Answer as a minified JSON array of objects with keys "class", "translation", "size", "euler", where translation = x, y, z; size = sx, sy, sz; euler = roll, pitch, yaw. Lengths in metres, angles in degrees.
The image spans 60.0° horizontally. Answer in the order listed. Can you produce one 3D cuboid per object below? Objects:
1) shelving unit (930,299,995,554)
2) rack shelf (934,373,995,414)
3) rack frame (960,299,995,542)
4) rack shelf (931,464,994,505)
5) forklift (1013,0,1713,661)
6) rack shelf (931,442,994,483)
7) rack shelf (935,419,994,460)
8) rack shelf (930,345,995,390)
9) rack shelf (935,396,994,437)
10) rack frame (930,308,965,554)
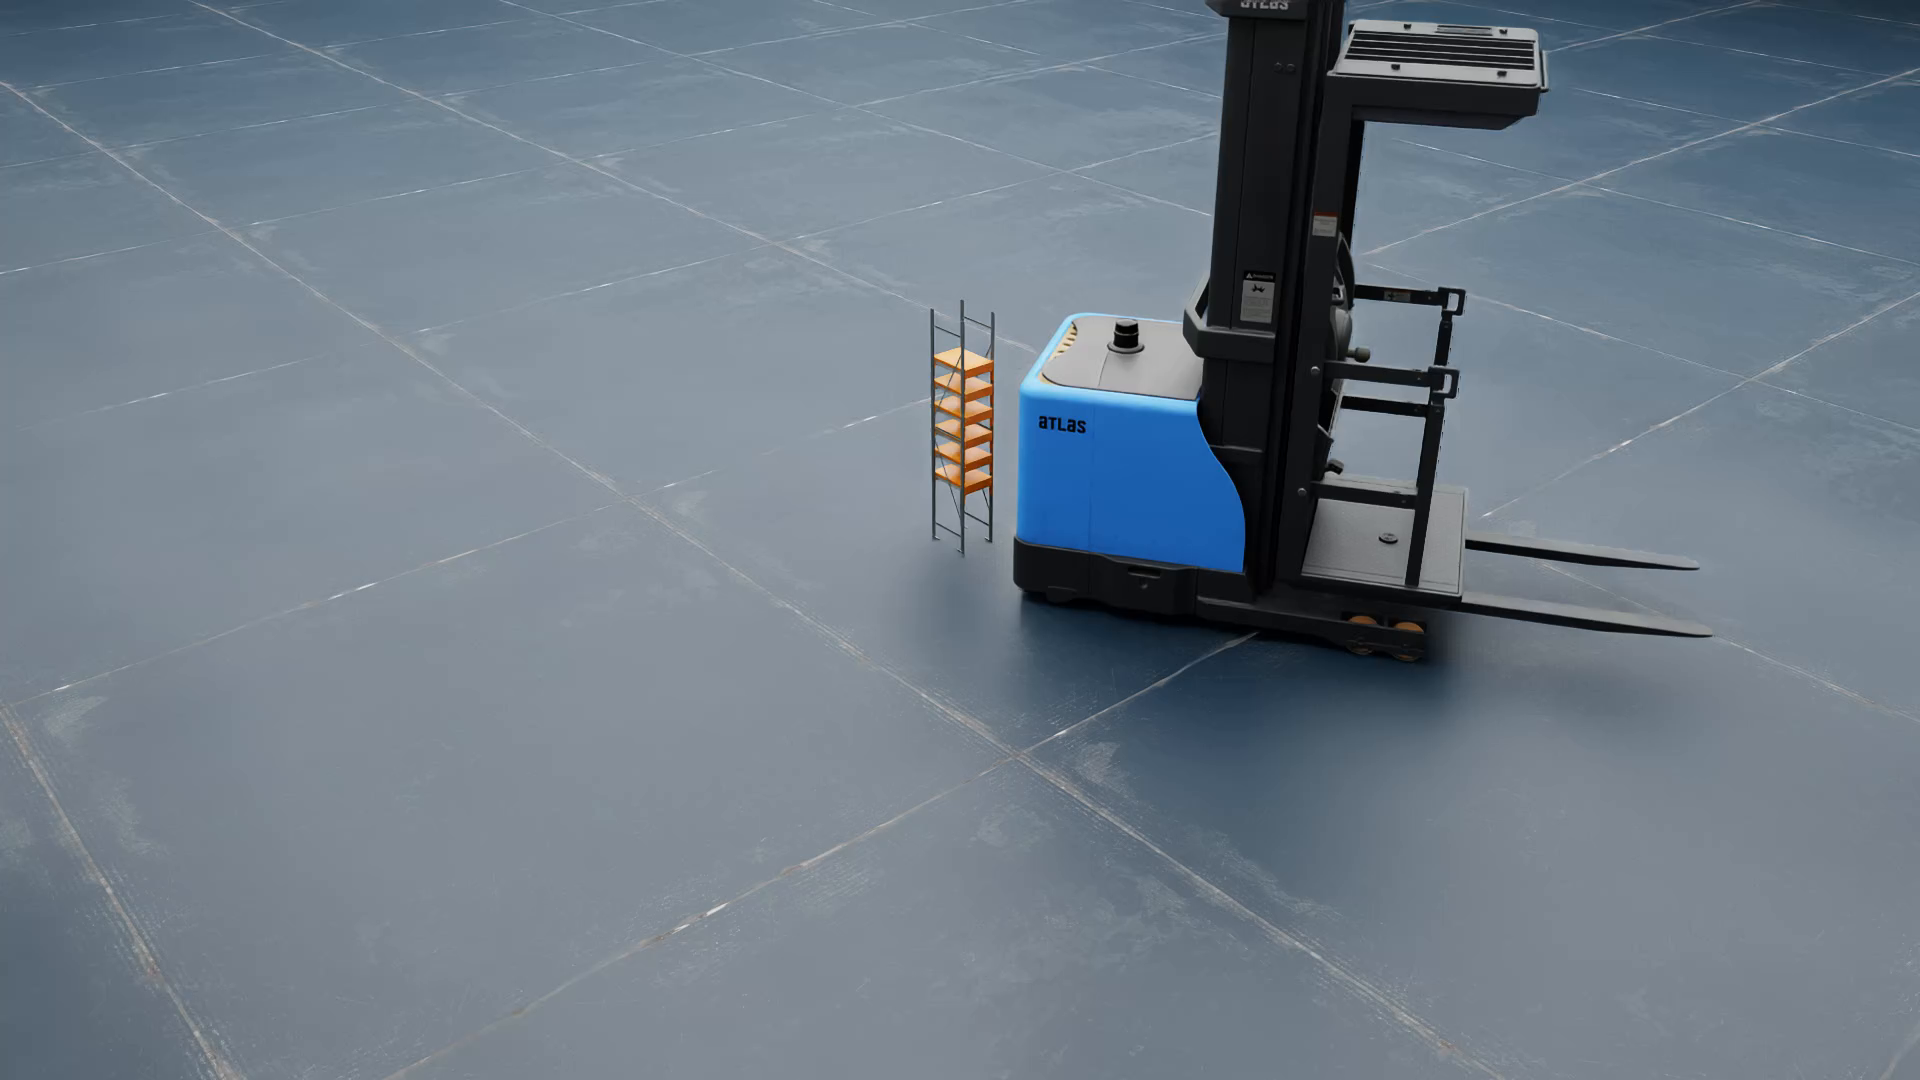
[{"class":"shelving unit","translation":[0.011,-0.534,7.975],"size":[0.189,1.200,0.258],"euler":[-22,35,-35]},{"class":"rack shelf","translation":[0.011,-0.706,7.883],"size":[0.180,0.103,0.258],"euler":[-22,35,-35]},{"class":"rack frame","translation":[0.081,-0.562,8.028],"size":[0.006,1.200,0.240],"euler":[-22,35,-35]},{"class":"rack shelf","translation":[0.011,-0.283,8.110],"size":[0.180,0.103,0.258],"euler":[-22,35,-35]},{"class":"forklift","translation":[1.823,-1.045,7.095],"size":[3.031,2.935,1.130],"euler":[8,29,14]},{"class":"rack shelf","translation":[0.011,-0.389,8.053],"size":[0.180,0.103,0.258],"euler":[-22,35,-35]},{"class":"rack shelf","translation":[0.011,-0.494,7.996],"size":[0.180,0.103,0.258],"euler":[-22,35,-35]},{"class":"rack shelf","translation":[0.011,-0.812,7.827],"size":[0.180,0.103,0.258],"euler":[-22,35,-35]},{"class":"rack shelf","translation":[0.011,-0.600,7.940],"size":[0.180,0.103,0.258],"euler":[-22,35,-35]},{"class":"rack frame","translation":[-0.059,-0.506,7.923],"size":[0.006,1.200,0.240],"euler":[-22,35,-35]}]
